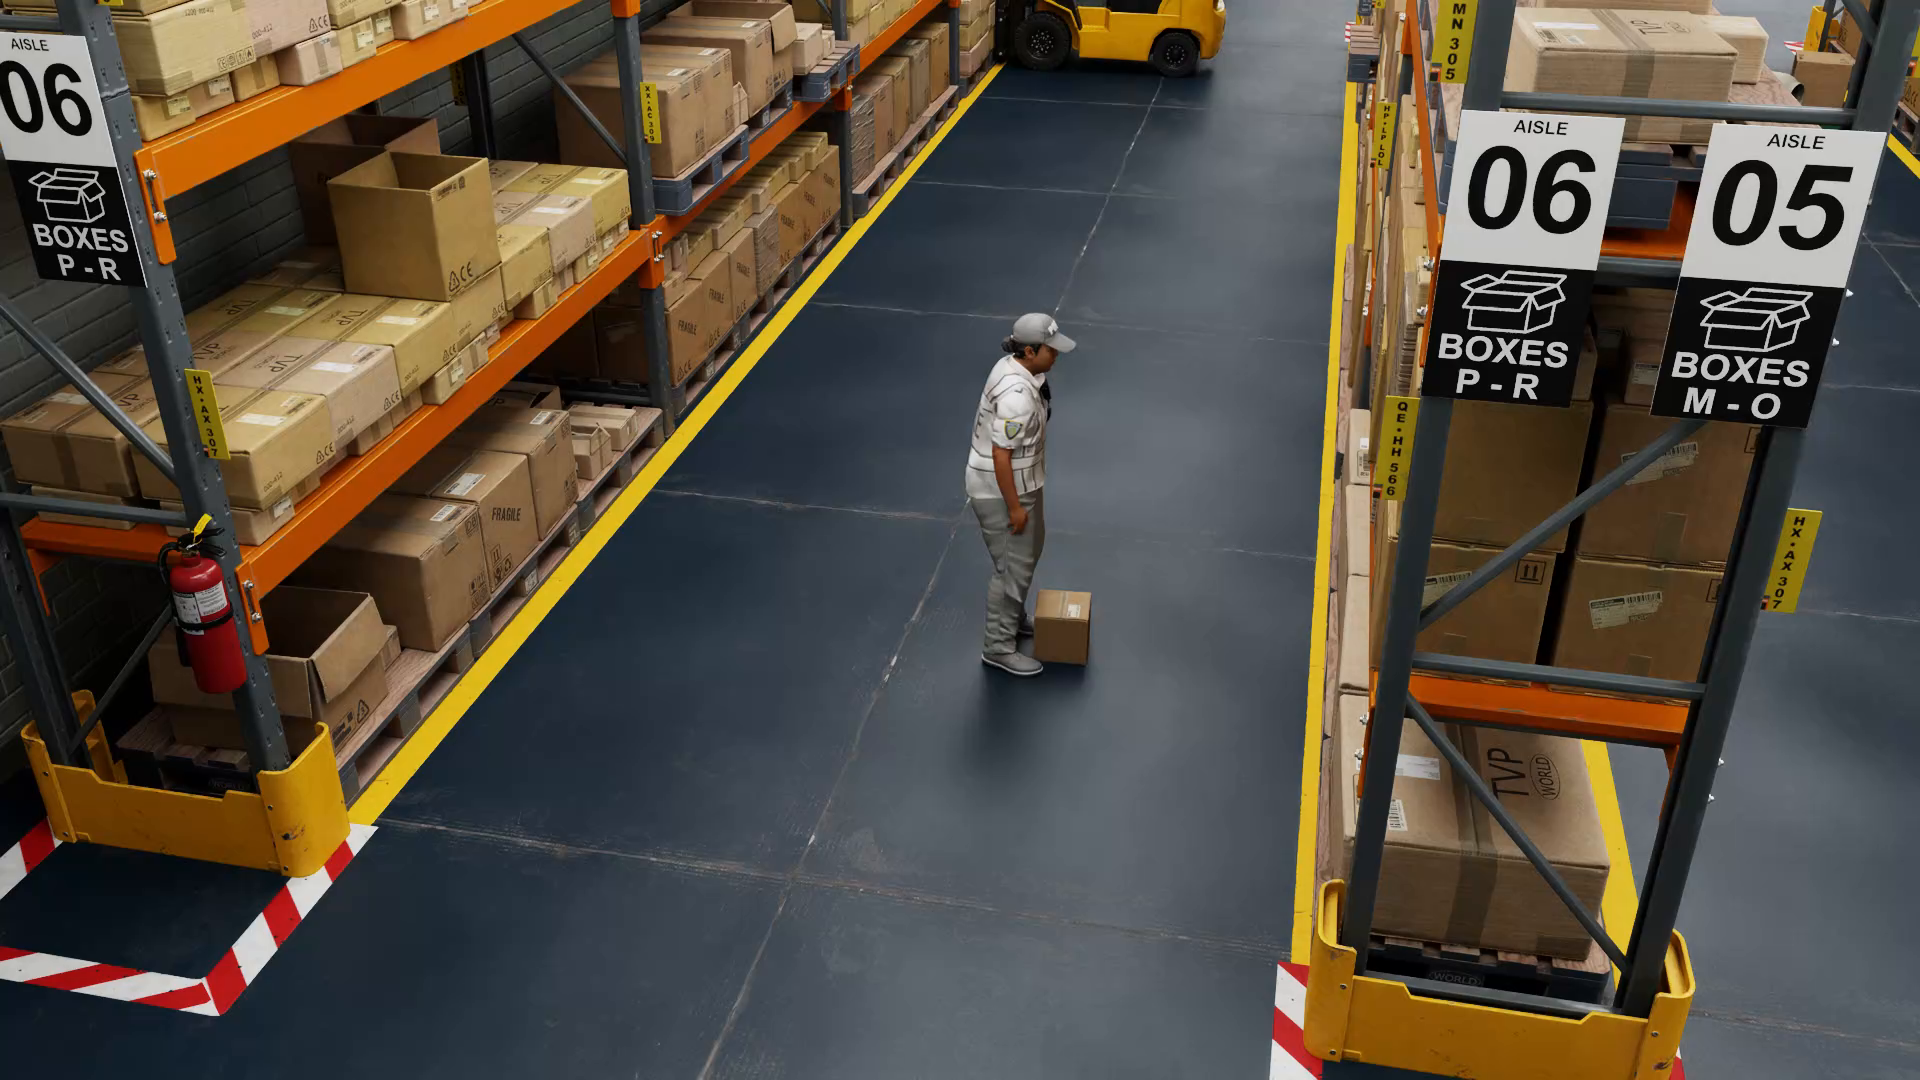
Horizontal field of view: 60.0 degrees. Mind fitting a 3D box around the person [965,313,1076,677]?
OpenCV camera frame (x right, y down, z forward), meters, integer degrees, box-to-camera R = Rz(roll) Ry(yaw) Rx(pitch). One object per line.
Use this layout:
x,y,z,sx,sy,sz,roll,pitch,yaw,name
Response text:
0.265,-0.231,7.536,0.471,1.665,0.563,4,29,7,person
